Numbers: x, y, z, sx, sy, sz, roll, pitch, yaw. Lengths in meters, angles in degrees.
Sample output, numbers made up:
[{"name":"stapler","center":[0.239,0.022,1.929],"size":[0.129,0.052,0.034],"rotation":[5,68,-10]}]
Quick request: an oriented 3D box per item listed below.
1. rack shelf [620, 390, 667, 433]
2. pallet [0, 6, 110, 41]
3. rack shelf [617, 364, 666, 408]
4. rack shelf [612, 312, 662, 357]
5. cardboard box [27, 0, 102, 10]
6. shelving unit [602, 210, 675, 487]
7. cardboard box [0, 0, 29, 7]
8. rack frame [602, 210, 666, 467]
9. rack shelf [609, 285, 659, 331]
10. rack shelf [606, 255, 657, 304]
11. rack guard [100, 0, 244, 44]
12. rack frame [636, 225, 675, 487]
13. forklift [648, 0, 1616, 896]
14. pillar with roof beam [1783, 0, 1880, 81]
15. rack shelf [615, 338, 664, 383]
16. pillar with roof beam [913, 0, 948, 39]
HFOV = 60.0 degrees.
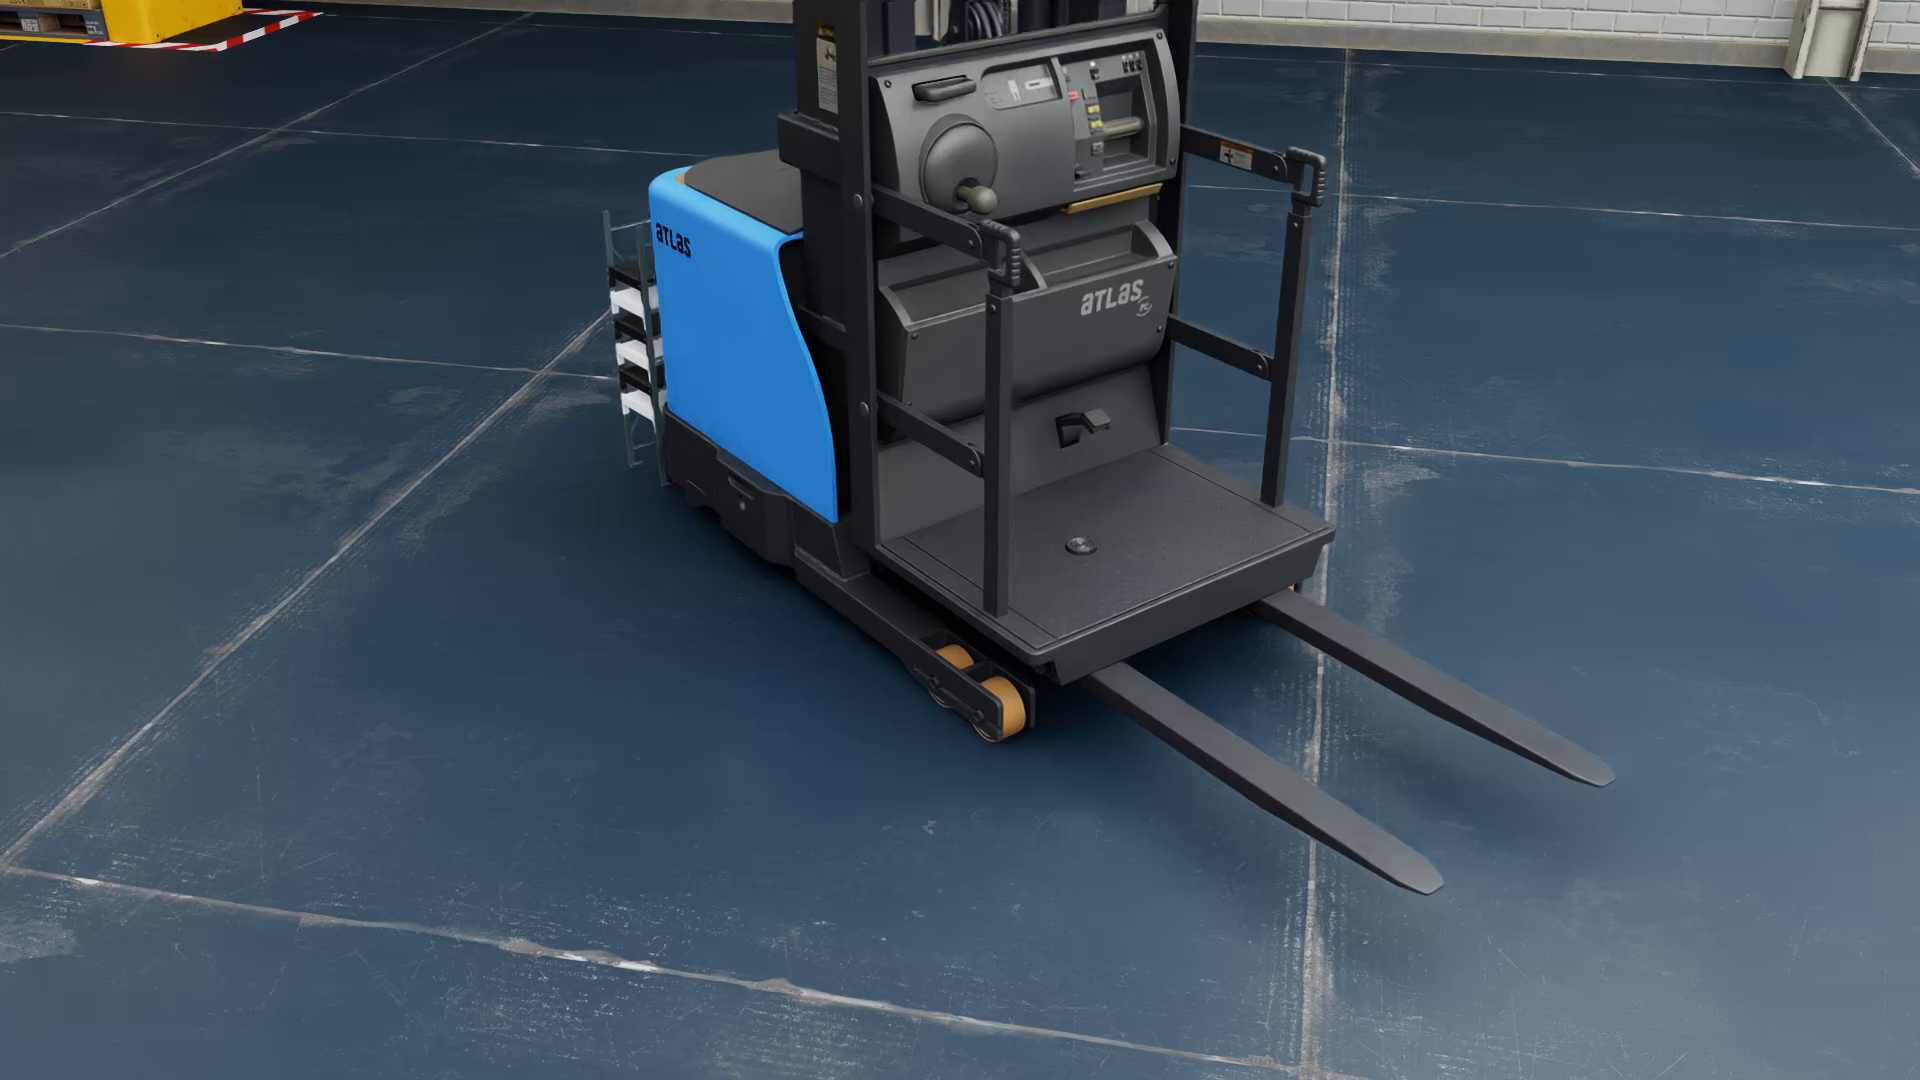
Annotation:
[{"name":"rack shelf","center":[-0.978,-0.461,5.598],"size":[0.258,0.077,0.200],"rotation":[-23,36,-35]},{"name":"pallet","center":[-6.436,-3.874,12.107],"size":[1.213,0.211,1.003],"rotation":[6,29,11]},{"name":"rack shelf","center":[-0.978,-0.540,5.555],"size":[0.258,0.077,0.200],"rotation":[-23,36,-35]},{"name":"rack shelf","center":[-0.978,-0.698,5.469],"size":[0.258,0.077,0.200],"rotation":[-23,36,-35]},{"name":"cardboard box","center":[-6.205,-3.917,11.707],"size":[0.500,0.250,0.500],"rotation":[6,29,11]},{"name":"shelving unit","center":[-0.978,-0.648,5.496],"size":[0.258,0.900,0.210],"rotation":[-23,36,-35]},{"name":"cardboard box","center":[-6.689,-3.971,11.807],"size":[0.500,0.250,0.500],"rotation":[6,29,11]},{"name":"rack frame","center":[-1.045,-0.685,5.563],"size":[0.240,0.900,0.006],"rotation":[-23,36,-35]},{"name":"rack shelf","center":[-0.978,-0.777,5.426],"size":[0.258,0.077,0.200],"rotation":[-23,36,-35]},{"name":"rack shelf","center":[-0.978,-0.856,5.383],"size":[0.258,0.077,0.200],"rotation":[-23,36,-35]},{"name":"rack guard","center":[-5.656,-3.941,11.929],"size":[0.348,0.500,1.175],"rotation":[6,29,11]},{"name":"rack frame","center":[-0.912,-0.611,5.429],"size":[0.240,0.900,0.006],"rotation":[-23,36,-35]},{"name":"forklift","center":[0.324,-1.032,4.084],"size":[1.130,2.935,3.031],"rotation":[-20,34,-32]},{"name":"pillar with roof beam","center":[4.664,-4.940,4.902],"size":[0.400,9.000,9.100],"rotation":[6,29,11]},{"name":"rack shelf","center":[-0.978,-0.619,5.512],"size":[0.258,0.077,0.200],"rotation":[-23,36,-35]},{"name":"pillar with roof beam","center":[-1.203,-5.541,6.001],"size":[0.400,9.000,9.100],"rotation":[6,29,11]}]
